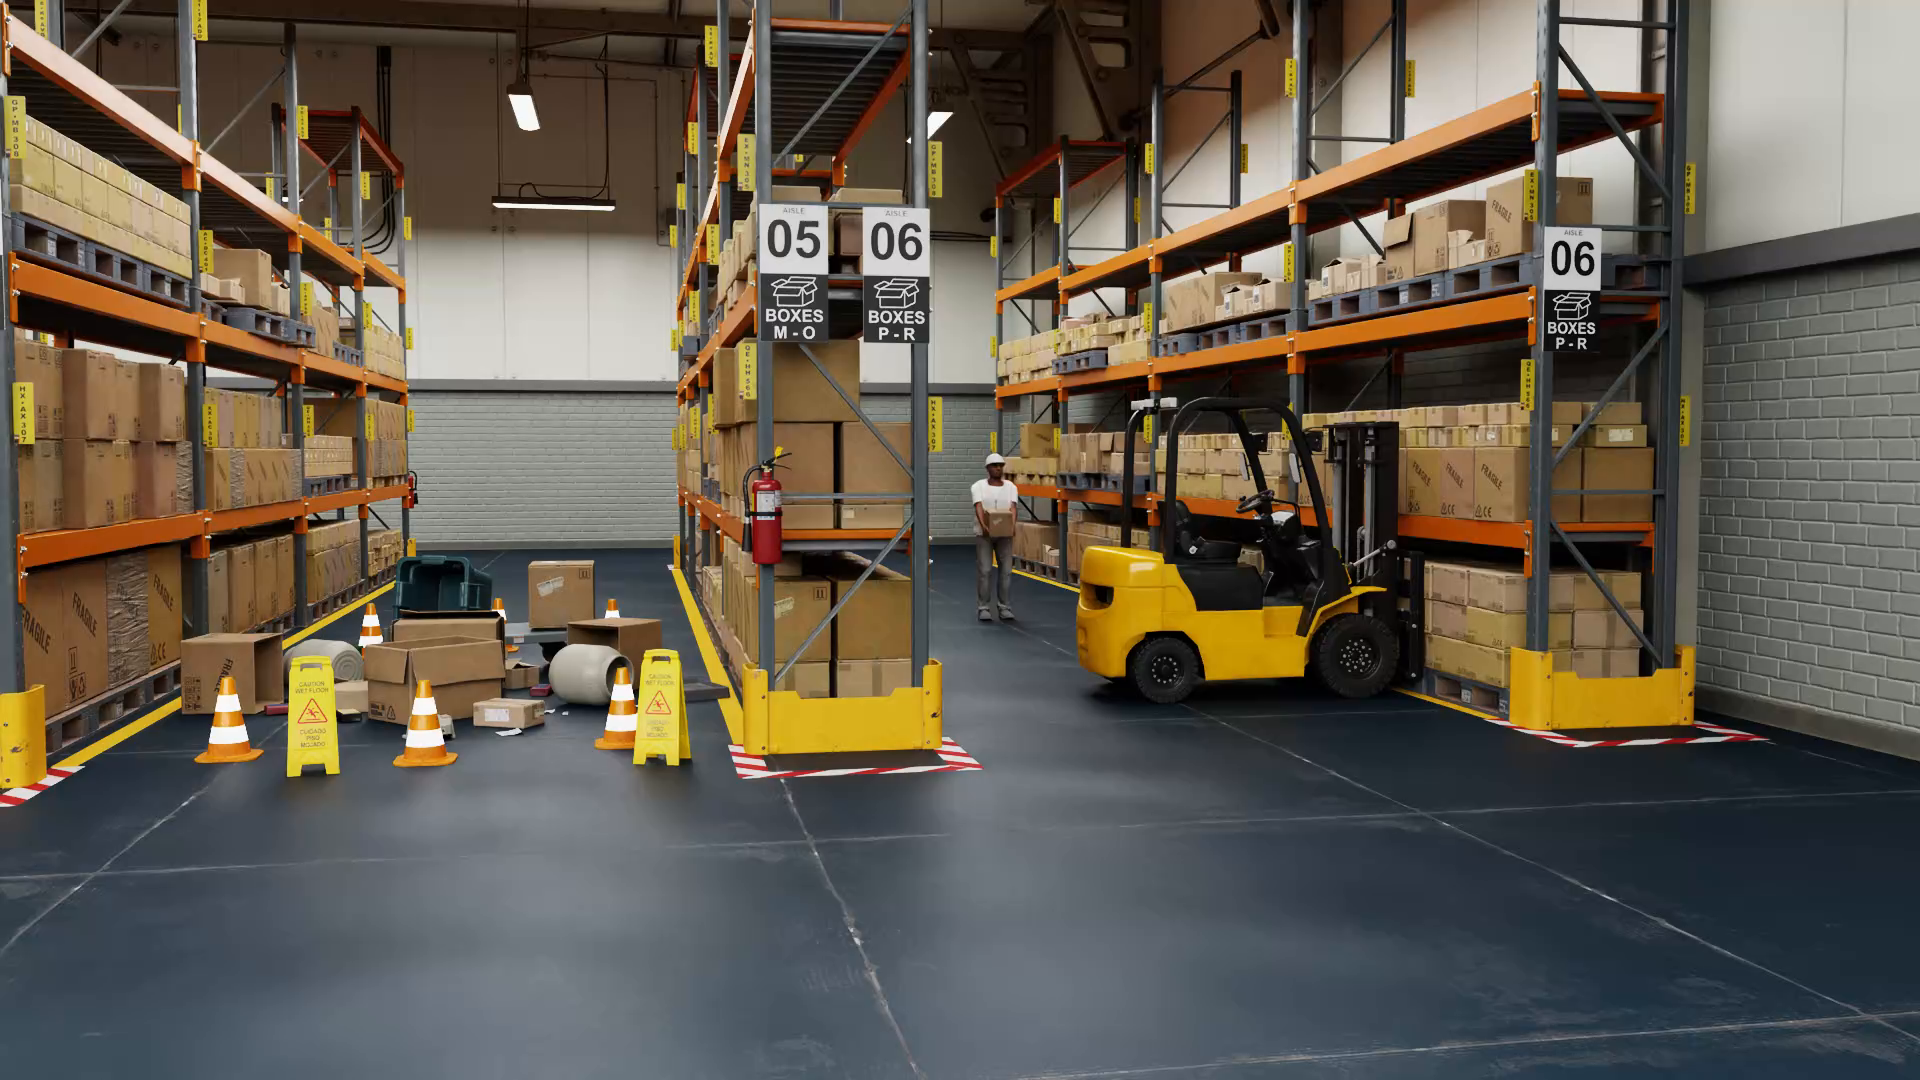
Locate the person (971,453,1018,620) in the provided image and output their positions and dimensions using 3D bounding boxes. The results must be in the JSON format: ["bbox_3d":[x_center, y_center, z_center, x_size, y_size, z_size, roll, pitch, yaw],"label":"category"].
[{"bbox_3d":[0.391,-0.036,17.611,0.503,1.760,0.586,-1,3,-10],"label":"person"}]
